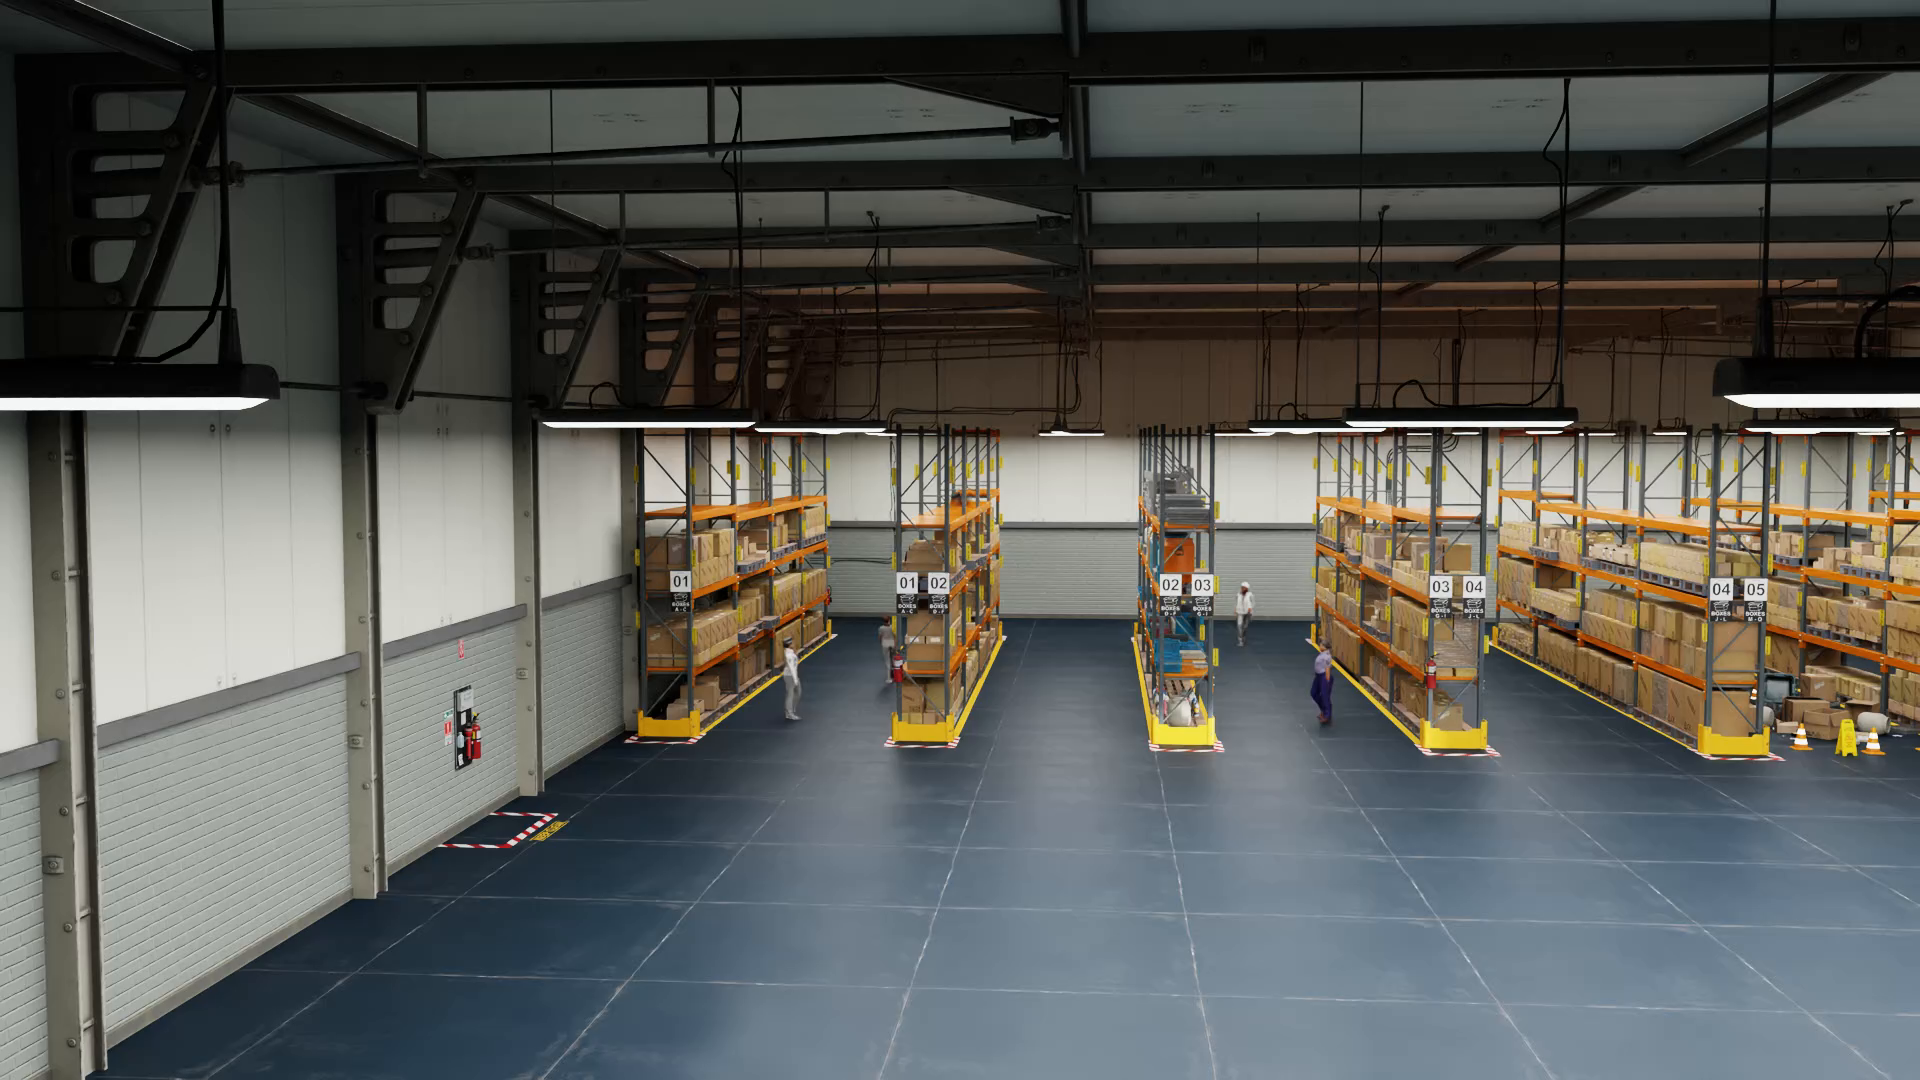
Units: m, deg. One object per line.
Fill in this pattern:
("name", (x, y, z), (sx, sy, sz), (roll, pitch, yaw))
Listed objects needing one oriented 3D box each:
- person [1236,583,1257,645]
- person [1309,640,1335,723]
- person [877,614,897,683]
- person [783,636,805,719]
("person", (7.964, 2.031, 46.277), (0.547, 1.690, 1.116), (0, 3, 4))
("person", (7.358, 2.844, 33.659), (0.407, 1.658, 0.540), (-1, 4, -16))
("person", (-1.692, 2.563, 38.938), (0.542, 1.661, 0.622), (-3, 5, -42))
("person", (-3.415, 2.833, 33.993), (0.397, 1.735, 0.485), (1, 4, 11))
